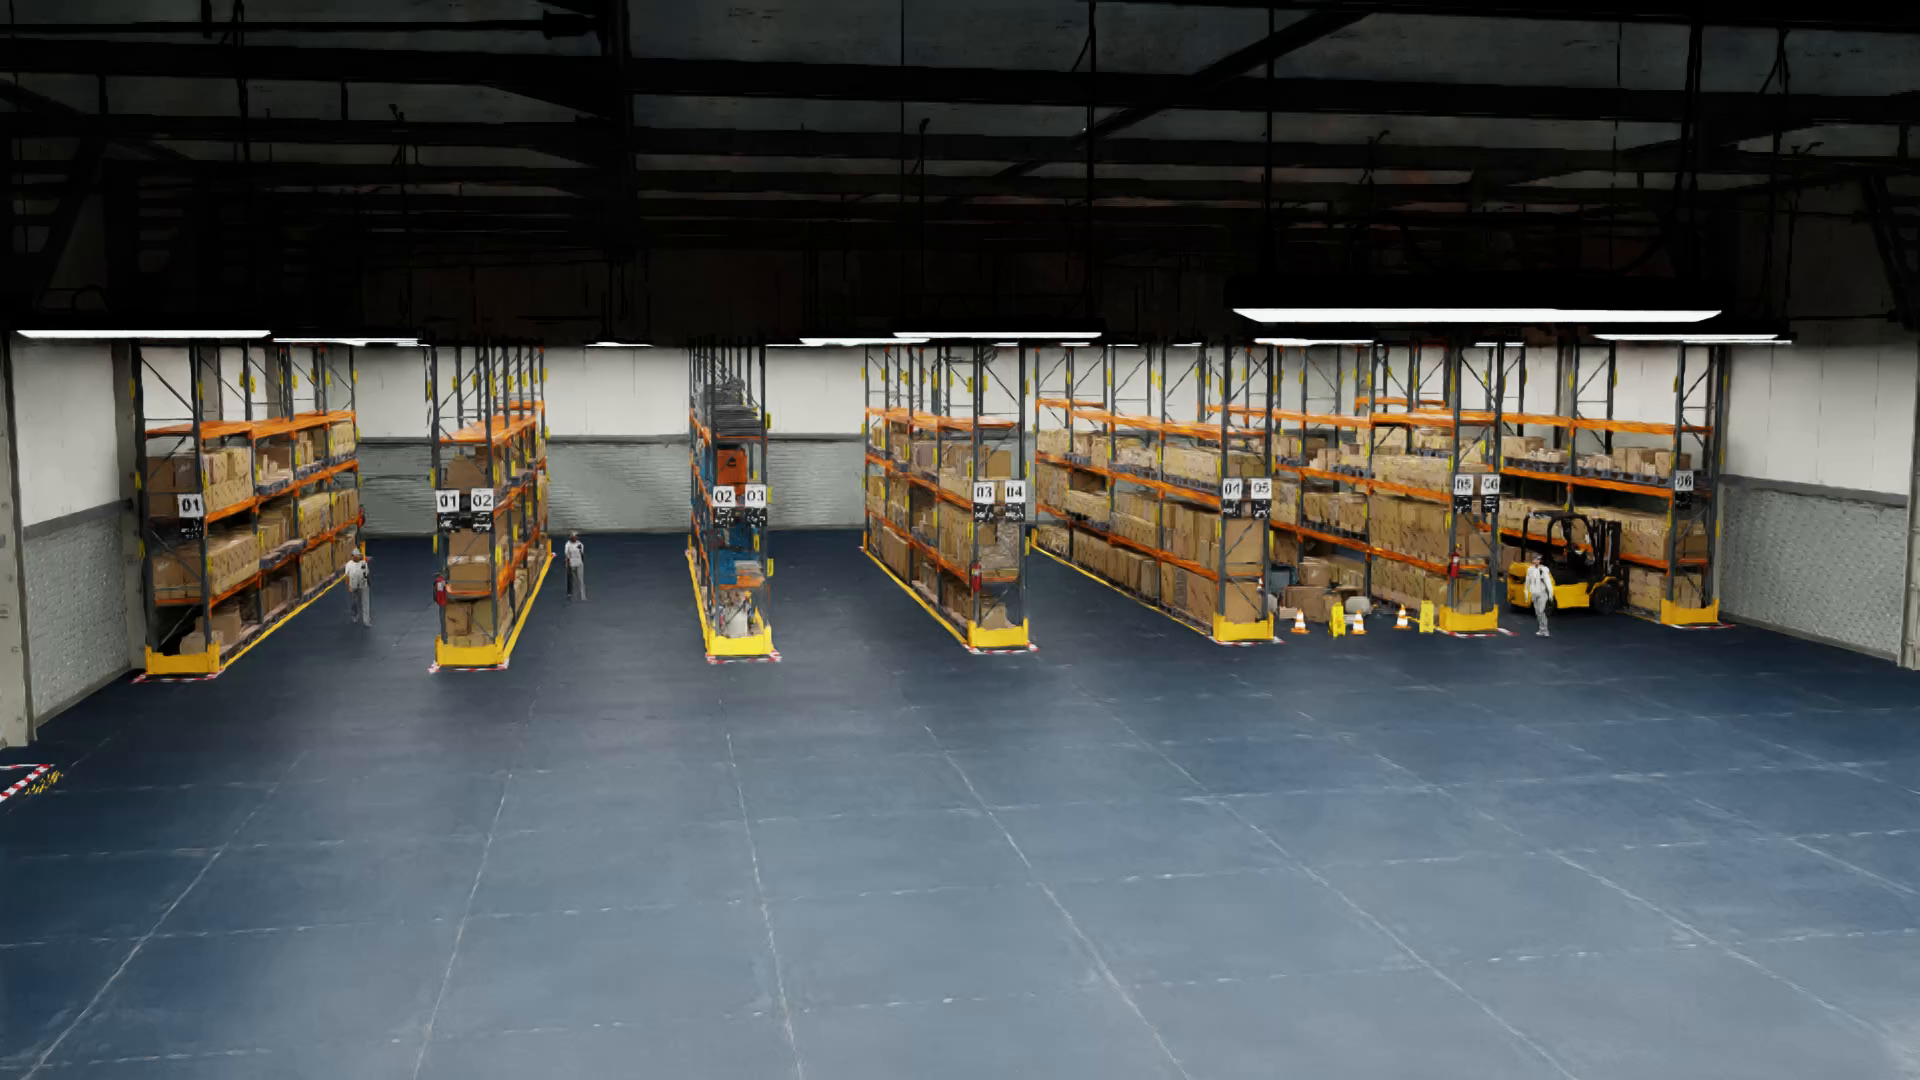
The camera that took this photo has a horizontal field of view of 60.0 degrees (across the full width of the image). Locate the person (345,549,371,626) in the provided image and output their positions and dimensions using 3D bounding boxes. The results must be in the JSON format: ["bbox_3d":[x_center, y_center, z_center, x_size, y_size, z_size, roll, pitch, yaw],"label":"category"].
[{"bbox_3d":[-12.485,0.972,34.476,0.491,1.598,1.000,-2,7,-19],"label":"person"}]

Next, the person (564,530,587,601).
[{"bbox_3d":[-8.791,0.563,37.924,0.448,1.617,0.996,-2,7,-19],"label":"person"}]

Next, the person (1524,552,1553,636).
[{"bbox_3d":[11.610,1.070,33.324,0.458,1.663,0.585,-6,9,-44],"label":"person"}]
